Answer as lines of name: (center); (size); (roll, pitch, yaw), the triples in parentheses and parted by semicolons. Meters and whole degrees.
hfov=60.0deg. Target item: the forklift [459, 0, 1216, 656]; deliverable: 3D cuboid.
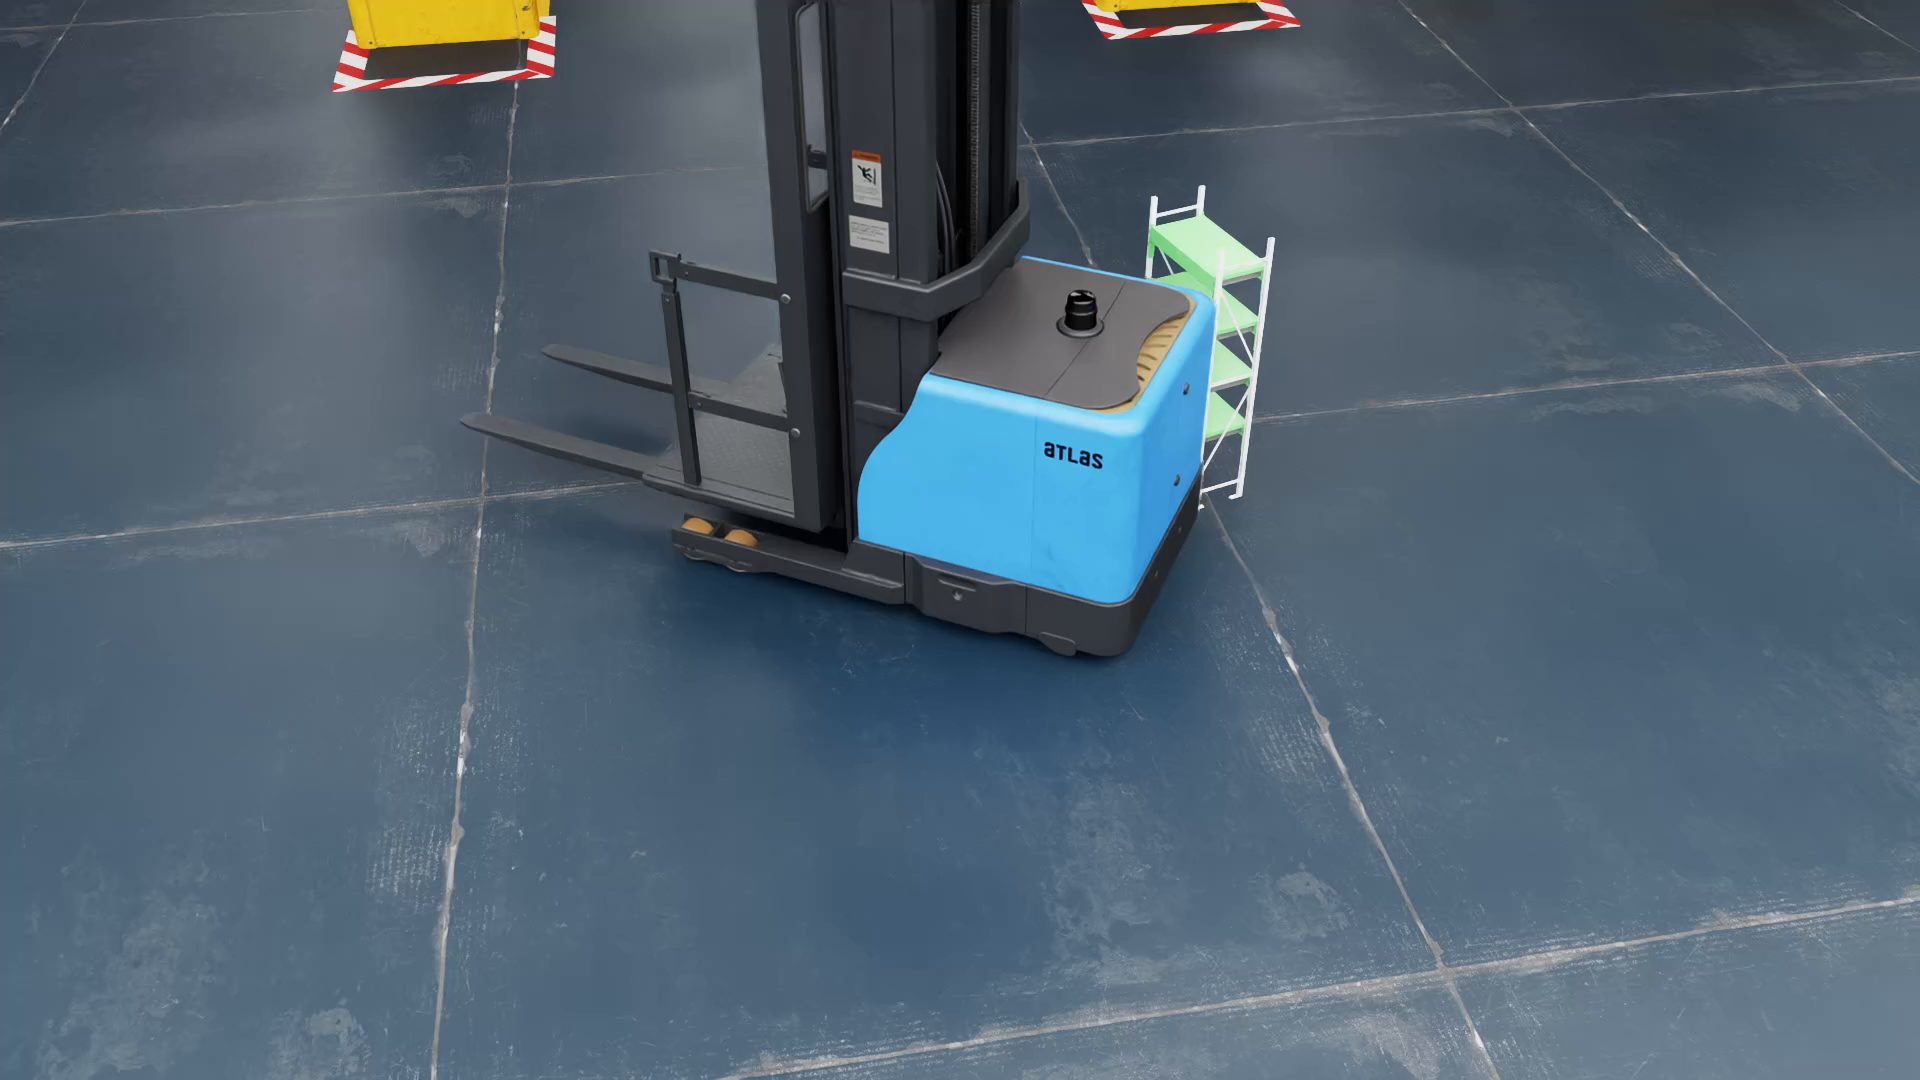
forklift: (-0.599, -1.313, 6.051); (3.031, 2.935, 1.130); (15, 40, 18)

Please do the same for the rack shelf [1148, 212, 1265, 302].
rack shelf: (0.967, -1.094, 6.502); (0.258, 0.148, 0.480); (-16, 41, -20)

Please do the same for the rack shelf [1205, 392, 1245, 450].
rack shelf: (0.967, -0.526, 6.944); (0.258, 0.148, 0.480); (-16, 41, -20)

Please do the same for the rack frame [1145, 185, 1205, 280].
rack frame: (0.862, -0.901, 6.932); (0.240, 1.200, 0.015); (-16, 41, -20)

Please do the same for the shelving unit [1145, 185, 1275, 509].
shelving unit: (0.967, -0.766, 6.758); (0.258, 1.200, 0.503); (-16, 41, -20)

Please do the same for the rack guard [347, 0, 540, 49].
rack guard: (-3.402, -3.573, 10.941); (1.175, 0.500, 0.348); (-6, 38, -8)

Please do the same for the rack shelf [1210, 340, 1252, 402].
rack shelf: (0.967, -0.715, 6.797); (0.258, 0.148, 0.480); (-16, 41, -20)

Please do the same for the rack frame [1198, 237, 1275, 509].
rack frame: (1.073, -0.631, 6.584); (0.240, 1.200, 0.015); (-16, 41, -20)

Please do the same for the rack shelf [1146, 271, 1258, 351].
rack shelf: (0.967, -0.905, 6.650); (0.258, 0.148, 0.480); (-16, 41, -20)

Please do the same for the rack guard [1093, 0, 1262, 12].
rack guard: (1.517, -3.985, 11.472); (1.175, 0.500, 0.348); (-6, 38, -8)
